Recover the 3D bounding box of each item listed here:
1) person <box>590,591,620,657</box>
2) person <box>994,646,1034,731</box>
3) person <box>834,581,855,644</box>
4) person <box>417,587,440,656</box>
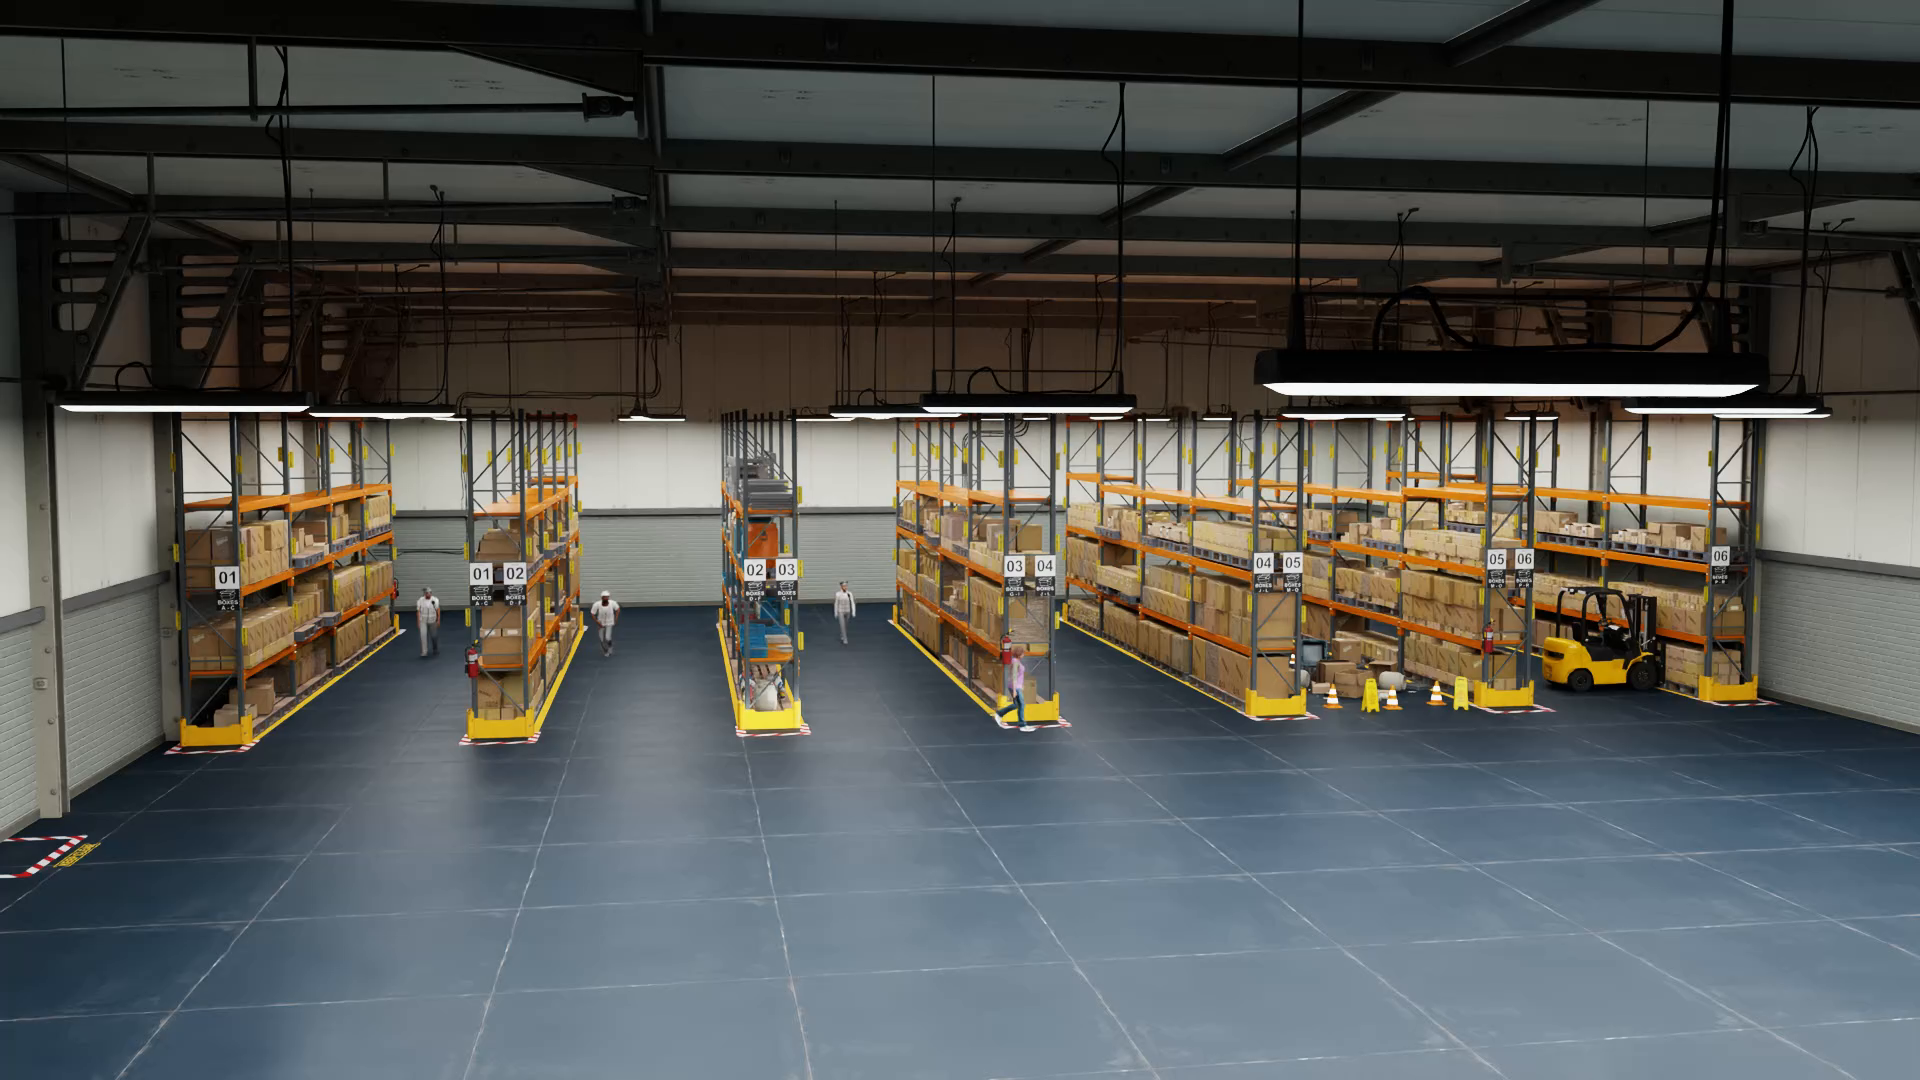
[{"bbox_3d":[-8.671,2.057,40.632,0.653,1.668,0.702,0,4,0],"label":"person"},{"bbox_3d":[1.012,2.764,31.016,0.754,1.574,0.454,0,4,2],"label":"person"},{"bbox_3d":[-2.990,1.867,43.392,0.502,1.620,1.060,-1,4,-21],"label":"person"},{"bbox_3d":[-13.149,1.984,41.142,0.544,1.711,0.971,-1,4,-13],"label":"person"}]
